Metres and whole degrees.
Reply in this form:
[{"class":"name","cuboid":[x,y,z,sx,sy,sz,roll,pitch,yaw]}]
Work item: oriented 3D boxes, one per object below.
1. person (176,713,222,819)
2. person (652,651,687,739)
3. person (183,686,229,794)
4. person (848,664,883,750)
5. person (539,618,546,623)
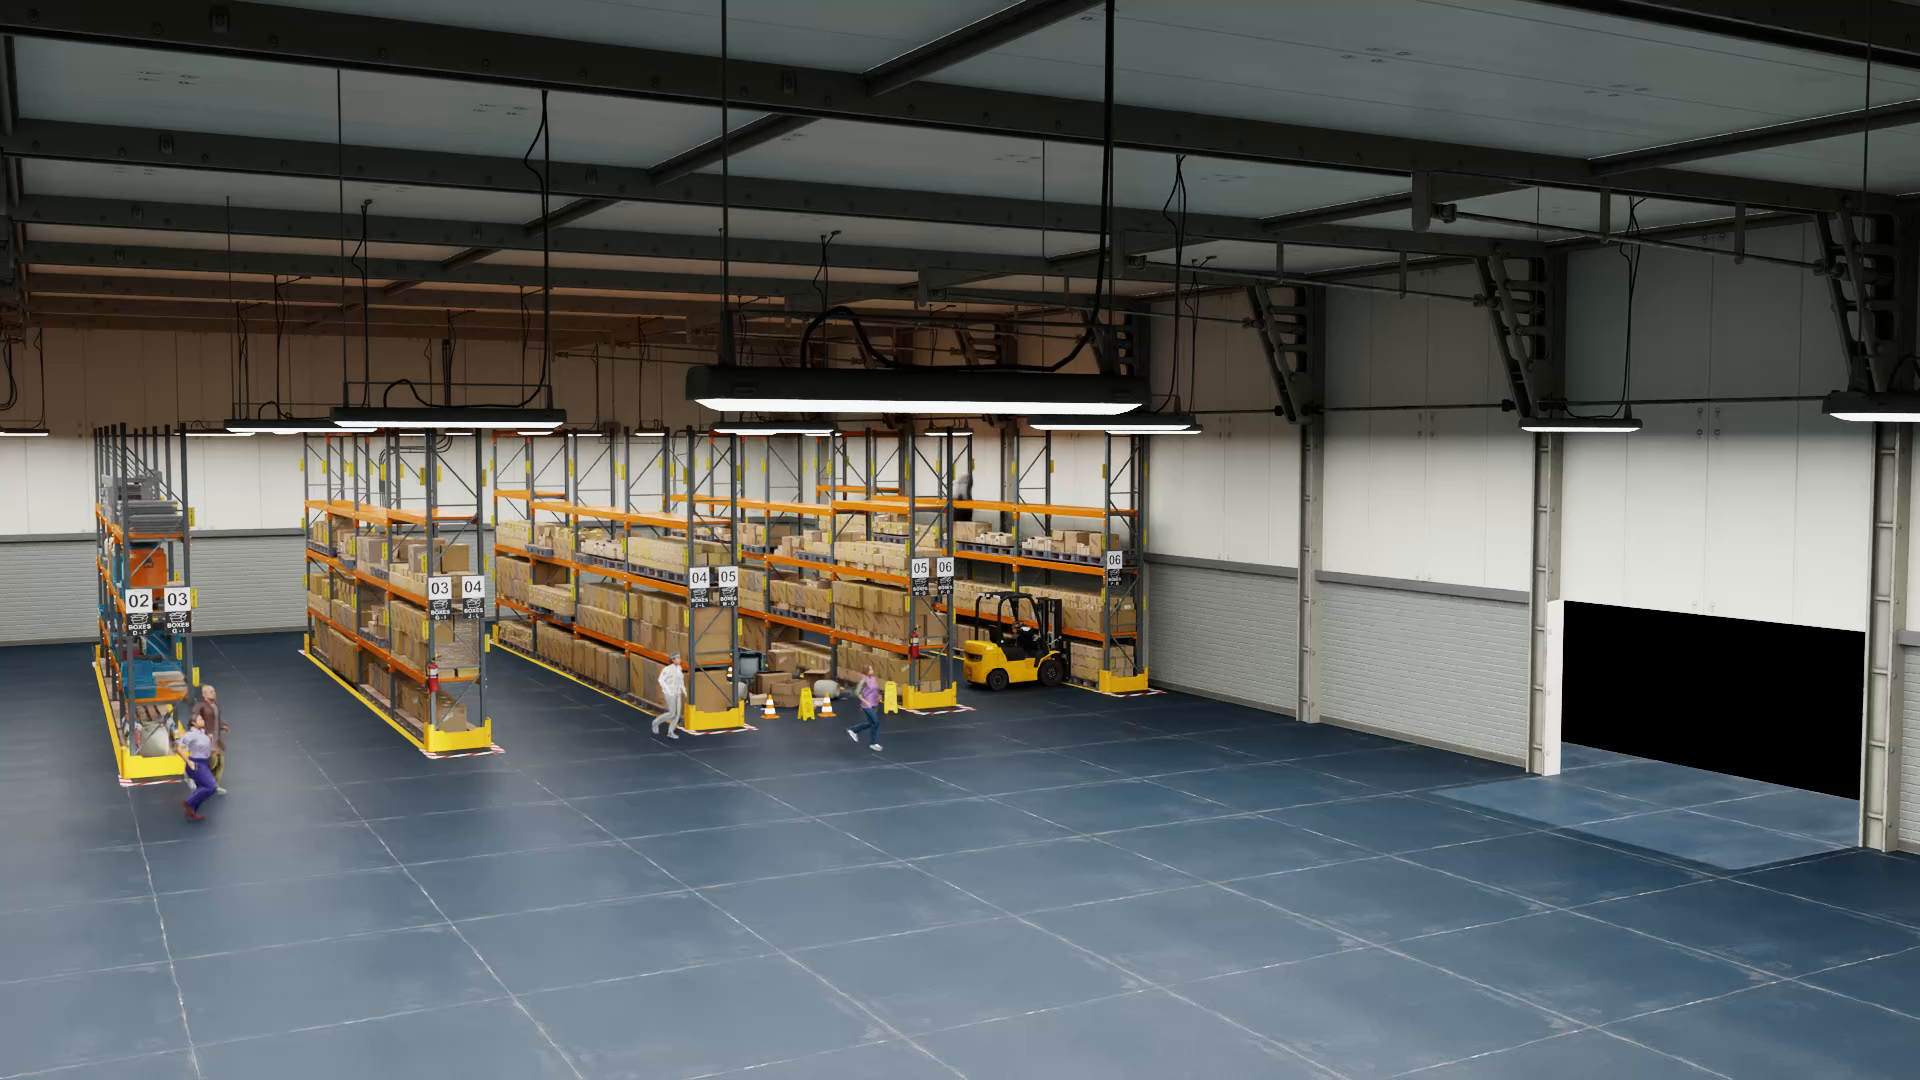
[{"class":"person","cuboid":[-11.389,3.399,24.967,0.559,1.599,0.593,0,3,-8]},{"class":"person","cuboid":[-5.553,2.962,32.055,0.584,1.642,0.655,2,4,29]},{"class":"person","cuboid":[-12.195,3.224,26.907,0.683,1.754,0.736,1,3,9]},{"class":"person","cuboid":[-1.740,3.081,30.761,0.697,1.590,0.533,1,4,22]},{"class":"person","cuboid":[-12.014,1.923,48.647,0.913,1.756,0.641,-2,4,-27]}]
